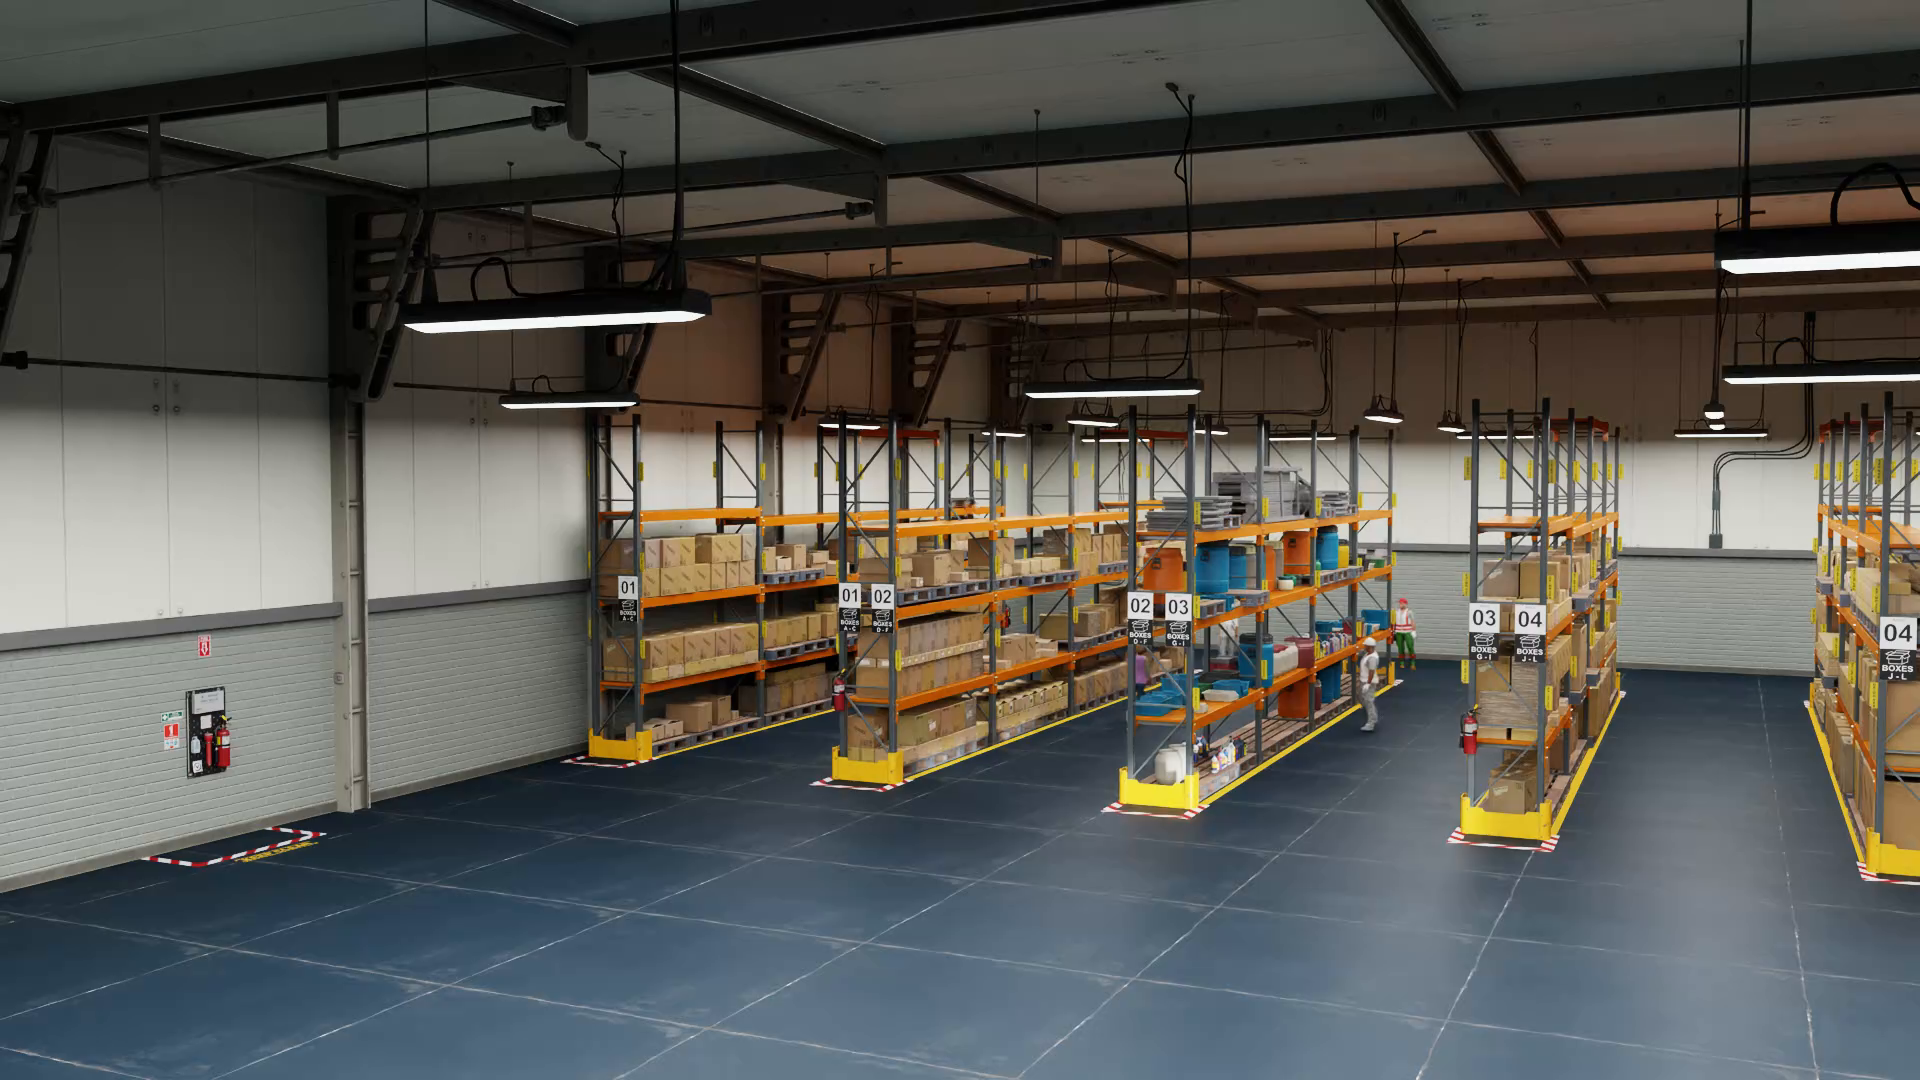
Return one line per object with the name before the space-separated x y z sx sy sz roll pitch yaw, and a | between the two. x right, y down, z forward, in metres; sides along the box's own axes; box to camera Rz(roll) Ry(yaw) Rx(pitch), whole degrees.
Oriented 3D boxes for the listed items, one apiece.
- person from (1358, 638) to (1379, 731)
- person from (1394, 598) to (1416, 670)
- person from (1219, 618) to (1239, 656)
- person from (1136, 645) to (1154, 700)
person | 7.926 2.786 32.247 0.420 1.802 0.650 0 2 0
person | 11.294 2.375 42.175 0.665 1.799 0.435 2 3 34
person | 6.751 2.464 41.766 0.513 1.673 0.457 1 3 21
person | 3.582 2.867 32.949 0.581 1.643 0.410 -1 3 -26
